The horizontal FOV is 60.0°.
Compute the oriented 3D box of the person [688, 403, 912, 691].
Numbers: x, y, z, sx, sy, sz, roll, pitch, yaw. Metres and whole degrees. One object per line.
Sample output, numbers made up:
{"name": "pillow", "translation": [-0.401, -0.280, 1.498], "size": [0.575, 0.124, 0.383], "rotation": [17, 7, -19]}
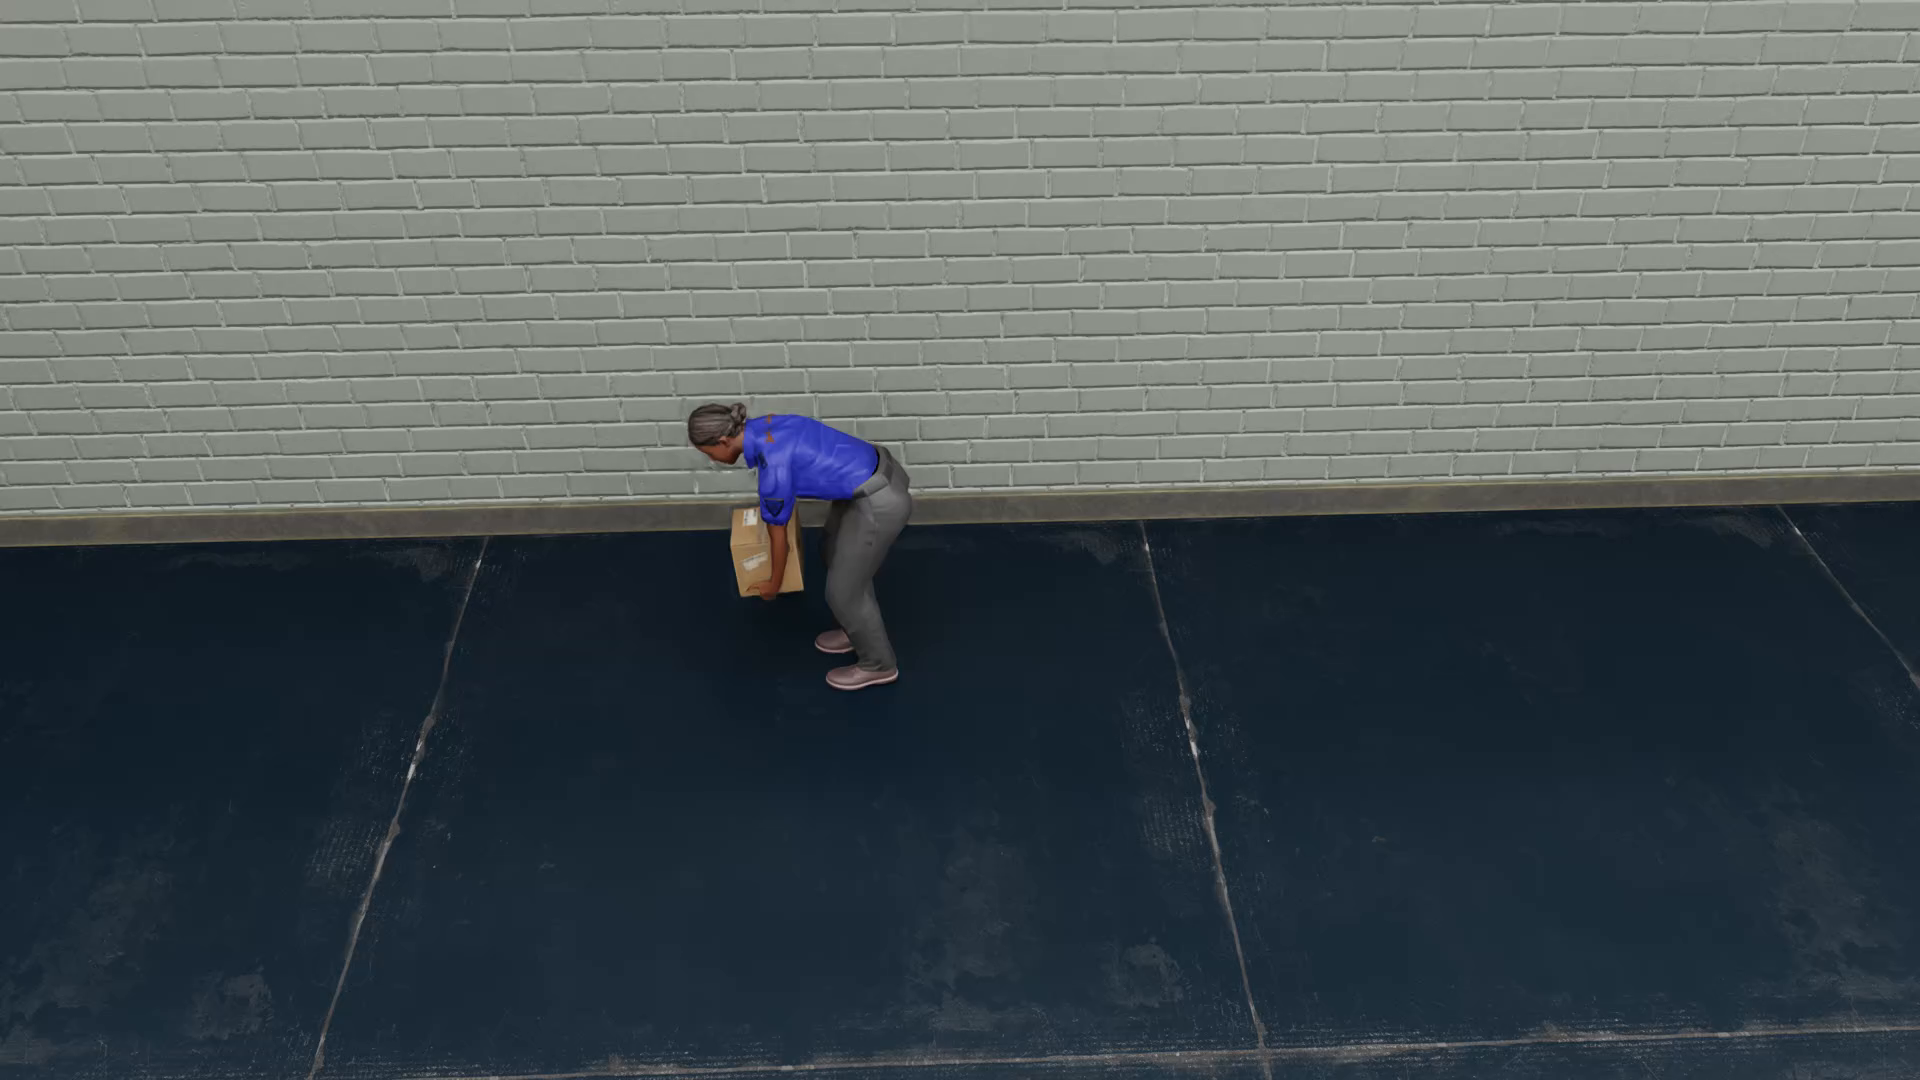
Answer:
{"name": "person", "translation": [-0.598, 0.004, 6.500], "size": [0.824, 1.253, 0.406], "rotation": [-2, 36, -3]}
